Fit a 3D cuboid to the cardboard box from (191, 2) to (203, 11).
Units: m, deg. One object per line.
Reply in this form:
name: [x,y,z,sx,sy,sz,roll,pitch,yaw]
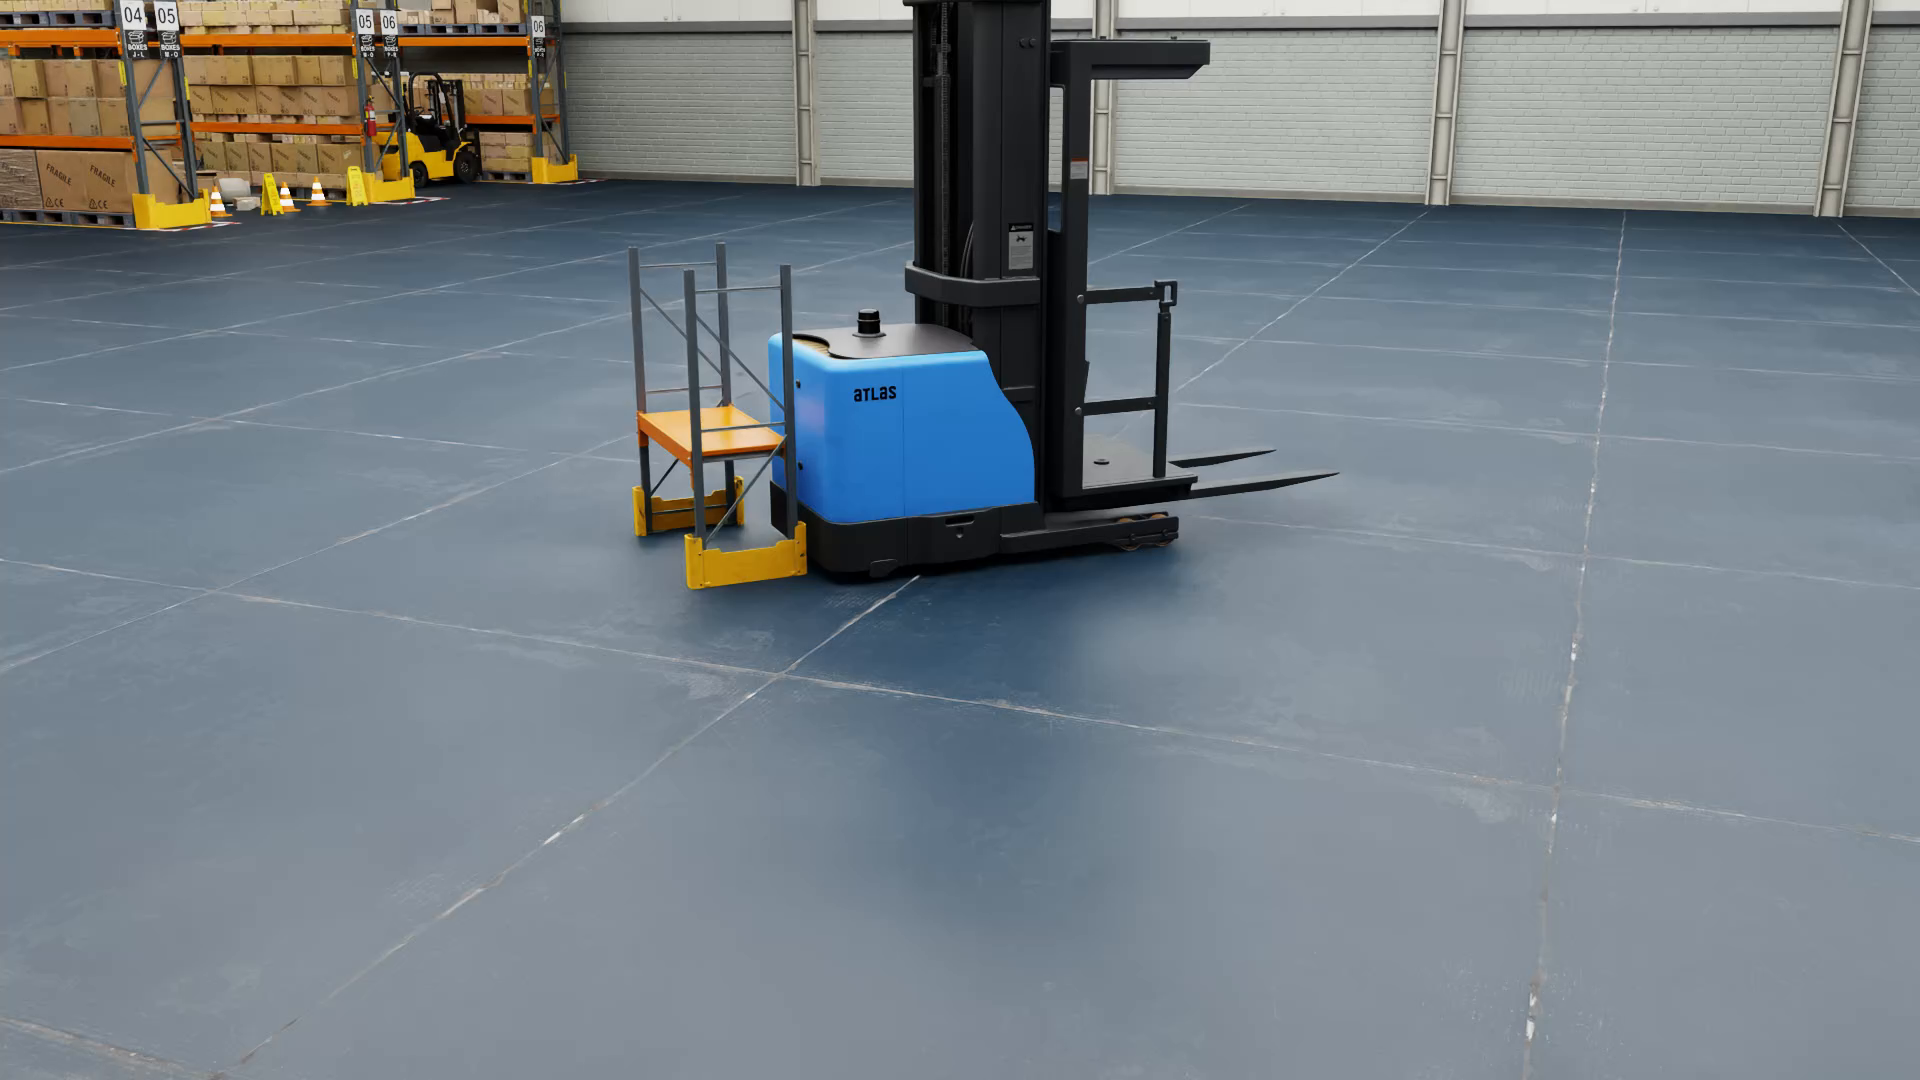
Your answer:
cardboard box: [-13.352,-9.423,29.392,0.250,0.149,0.380,7,18,22]

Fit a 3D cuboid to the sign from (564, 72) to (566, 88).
sign: [-8.030,-9.332,33.742,0.005,0.325,0.100,6,17,21]

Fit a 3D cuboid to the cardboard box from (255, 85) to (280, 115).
cardboard box: [-12.055,-7.783,29.390,0.500,0.500,0.500,6,17,21]

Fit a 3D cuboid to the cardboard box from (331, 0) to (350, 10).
cardboard box: [-10.480,-9.108,28.306,0.250,0.149,0.380,6,17,21]

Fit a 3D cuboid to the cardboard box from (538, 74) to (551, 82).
cardboard box: [-8.473,-9.327,33.544,0.250,0.149,0.380,6,17,20]

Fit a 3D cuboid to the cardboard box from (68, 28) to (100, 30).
cardboard box: [-16.069,-9.607,30.819,0.637,0.503,0.797,6,17,21]

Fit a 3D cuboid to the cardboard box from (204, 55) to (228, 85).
cardboard box: [-12.981,-8.368,29.611,0.500,0.500,0.700,6,17,21]

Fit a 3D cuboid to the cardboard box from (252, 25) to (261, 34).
cardboard box: [-12.141,-8.922,29.097,0.250,0.149,0.380,6,17,21]

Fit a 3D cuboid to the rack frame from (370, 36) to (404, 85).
rack frame: [-11.960,-9.144,34.790,0.127,3.000,1.000,6,17,21]

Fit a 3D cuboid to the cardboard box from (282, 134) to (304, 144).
cardboard box: [-11.741,-7.088,29.379,0.250,0.149,0.380,7,18,23]

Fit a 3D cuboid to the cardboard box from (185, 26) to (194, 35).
cardboard box: [-13.576,-9.079,29.639,0.250,0.149,0.380,6,17,20]

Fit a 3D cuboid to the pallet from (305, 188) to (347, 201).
pallet: [-10.870,-6.208,29.678,1.213,0.211,1.003,6,17,21]

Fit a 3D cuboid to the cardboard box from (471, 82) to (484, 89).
cardboard box: [-9.624,-9.161,33.507,0.250,0.149,0.380,6,17,19]

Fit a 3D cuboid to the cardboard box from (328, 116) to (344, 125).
cardboard box: [-10.759,-7.306,28.911,0.250,0.149,0.380,6,17,20]

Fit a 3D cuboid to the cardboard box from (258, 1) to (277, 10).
cardboard box: [-11.918,-9.256,28.816,0.250,0.149,0.380,7,18,22]

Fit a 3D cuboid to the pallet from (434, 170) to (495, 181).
pallet: [-10.097,-7.588,34.433,1.213,0.211,1.003,6,17,21]

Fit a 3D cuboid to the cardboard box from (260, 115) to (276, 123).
cardboard box: [-12.171,-7.468,29.469,0.250,0.149,0.380,6,17,20]

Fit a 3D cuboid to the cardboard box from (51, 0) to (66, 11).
cardboard box: [-12.921,-7.746,24.115,0.250,0.149,0.380,6,17,21]

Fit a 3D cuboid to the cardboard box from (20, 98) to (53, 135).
cardboard box: [-13.643,-6.435,25.190,0.500,0.550,0.875,6,17,21]

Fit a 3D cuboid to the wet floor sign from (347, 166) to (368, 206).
wet floor sign: [-10.272,-6.019,28.250,0.232,0.644,0.267,14,21,40]

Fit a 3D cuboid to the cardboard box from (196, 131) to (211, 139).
cardboard box: [-16.499,-8.870,36.415,0.250,0.149,0.380,5,17,18]

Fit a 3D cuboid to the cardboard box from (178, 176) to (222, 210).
cardboard box: [-12.620,-5.771,27.650,0.637,0.503,0.797,-5,17,-18]

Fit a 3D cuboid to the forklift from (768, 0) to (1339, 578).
forklift: [0.573,-1.479,8.510,3.031,2.935,1.130,-7,18,-23]

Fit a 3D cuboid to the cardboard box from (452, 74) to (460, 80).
cardboard box: [-10.078,-9.374,33.708,0.250,0.149,0.380,7,17,21]

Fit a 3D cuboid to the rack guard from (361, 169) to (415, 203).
rack guard: [-10.127,-6.254,29.320,0.348,0.500,1.175,6,17,21]

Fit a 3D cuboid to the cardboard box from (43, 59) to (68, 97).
cardboard box: [-13.126,-6.916,24.911,0.550,0.550,0.875,6,17,21]

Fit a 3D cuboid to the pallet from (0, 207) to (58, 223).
pallet: [-14.821,-5.125,25.947,1.213,0.211,1.003,6,17,21]

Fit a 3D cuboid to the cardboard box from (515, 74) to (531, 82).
cardboard box: [-8.649,-9.219,33.173,0.250,0.149,0.380,6,17,21]

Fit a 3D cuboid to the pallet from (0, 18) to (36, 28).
pallet: [-14.743,-7.873,25.193,1.213,0.211,1.003,6,17,21]

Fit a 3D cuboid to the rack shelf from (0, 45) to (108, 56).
rack shelf: [-21.262,-11.262,37.996,4.000,0.370,1.077,6,17,21]

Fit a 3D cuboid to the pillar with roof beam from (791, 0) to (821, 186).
pillar with roof beam: [-4.554,-10.190,27.634,0.400,9.000,9.100,6,17,21]

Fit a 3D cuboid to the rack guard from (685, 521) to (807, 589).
rack guard: [-1.022,0.071,7.981,0.587,0.250,0.087,-7,18,-24]

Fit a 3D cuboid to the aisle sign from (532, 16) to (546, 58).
aisle sign: [-8.285,-9.900,32.733,0.004,0.787,0.394,6,17,21]

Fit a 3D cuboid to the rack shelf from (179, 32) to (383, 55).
rack shelf: [-11.917,-8.746,29.332,4.000,0.370,1.077,6,17,21]

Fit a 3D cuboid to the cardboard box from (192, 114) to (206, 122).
cardboard box: [-13.602,-7.620,29.992,0.250,0.149,0.380,6,17,20]

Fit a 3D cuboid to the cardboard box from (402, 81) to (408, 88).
cardboard box: [-11.266,-9.357,34.182,0.250,0.149,0.380,6,17,21]

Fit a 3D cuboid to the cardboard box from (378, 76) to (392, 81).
cardboard box: [-11.772,-9.537,34.267,0.250,0.149,0.380,7,17,22]

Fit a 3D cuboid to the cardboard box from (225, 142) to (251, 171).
cardboard box: [-12.826,-6.915,29.947,0.500,0.500,0.500,7,18,23]

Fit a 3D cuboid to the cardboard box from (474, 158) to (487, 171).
cardboard box: [-9.713,-7.689,33.957,0.500,0.250,0.500,6,17,21]

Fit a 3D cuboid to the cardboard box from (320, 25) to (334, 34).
cardboard box: [-10.735,-8.748,28.496,0.250,0.149,0.380,6,17,21]

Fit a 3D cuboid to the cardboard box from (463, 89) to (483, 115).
cardboard box: [-9.749,-8.873,33.677,0.500,0.500,0.500,6,17,20]

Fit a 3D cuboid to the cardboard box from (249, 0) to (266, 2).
cardboard box: [-14.590,-11.128,35.133,0.500,0.500,0.700,6,17,20]

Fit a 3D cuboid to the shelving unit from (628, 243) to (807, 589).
shelving unit: [-1.231,-0.655,8.241,0.587,1.500,1.083,-7,18,-24]

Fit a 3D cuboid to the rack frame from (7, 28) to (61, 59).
rack frame: [-17.499,-8.265,31.764,0.127,3.000,1.000,6,17,21]

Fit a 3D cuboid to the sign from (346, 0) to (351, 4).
sign: [-10.279,-9.171,27.914,0.005,0.325,0.100,6,17,21]

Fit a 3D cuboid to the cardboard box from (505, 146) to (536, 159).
cardboard box: [-8.806,-7.825,33.528,0.500,0.250,0.500,6,17,20]

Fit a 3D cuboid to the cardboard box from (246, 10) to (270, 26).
cardboard box: [-12.054,-9.095,28.978,0.500,0.250,0.500,6,17,21]

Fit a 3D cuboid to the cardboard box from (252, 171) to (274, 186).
cardboard box: [-12.333,-6.502,29.867,0.500,0.250,0.500,6,17,20]

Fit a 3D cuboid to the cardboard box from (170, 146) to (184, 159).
cardboard box: [-17.103,-8.648,36.814,0.500,0.500,0.500,7,18,23]

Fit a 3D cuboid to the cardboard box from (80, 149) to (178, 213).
cardboard box: [-12.434,-5.386,24.905,0.875,0.875,0.875,6,17,21]

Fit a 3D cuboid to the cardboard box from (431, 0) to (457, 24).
cardboard box: [-10.186,-10.657,33.504,0.637,0.503,0.797,7,18,22]
